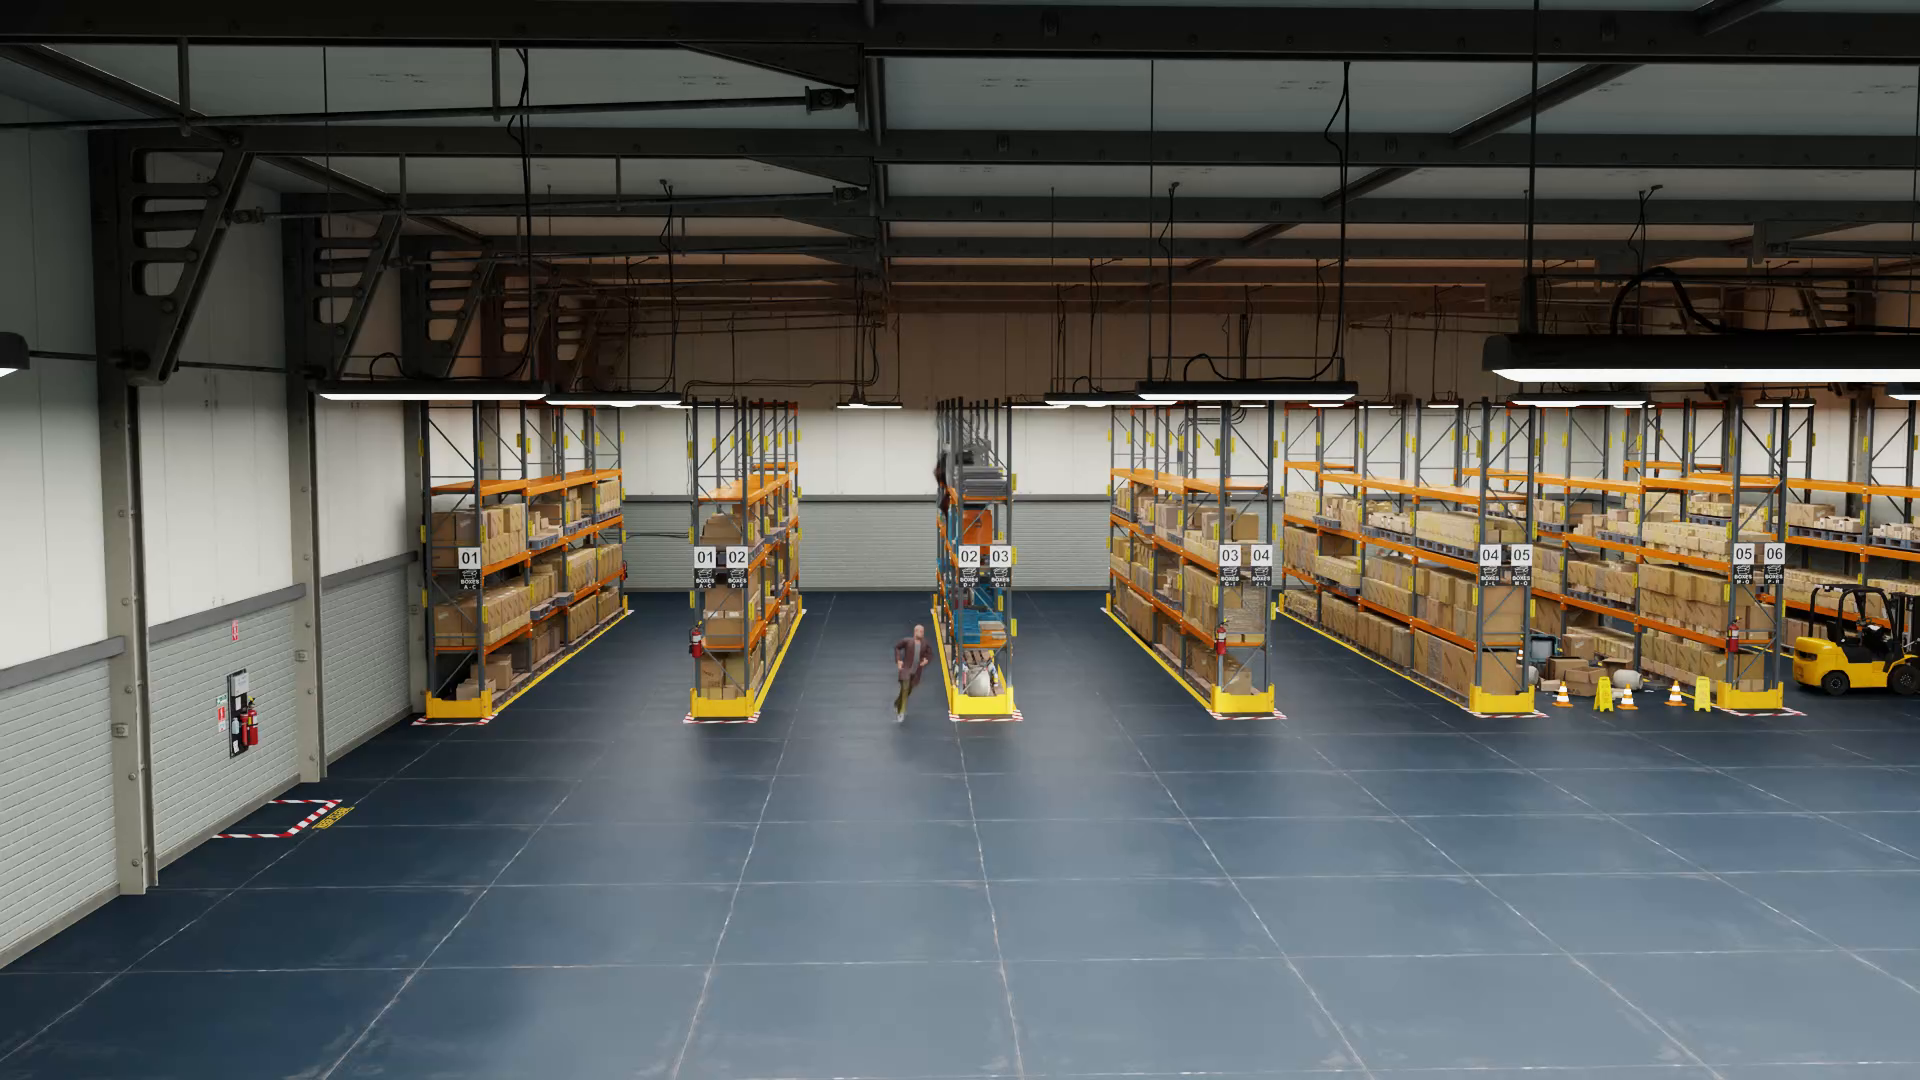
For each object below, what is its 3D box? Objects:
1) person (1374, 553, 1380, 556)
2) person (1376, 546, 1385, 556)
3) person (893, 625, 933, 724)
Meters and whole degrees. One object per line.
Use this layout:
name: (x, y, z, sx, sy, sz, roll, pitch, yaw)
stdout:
person: (12.593, 1.191, 48.866, 0.962, 1.607, 0.610, 0, 4, -1)
person: (12.535, 1.034, 49.570, 0.664, 1.747, 0.663, -1, 4, -8)
person: (-0.924, 2.461, 31.071, 0.865, 1.750, 0.932, -2, 5, -23)
